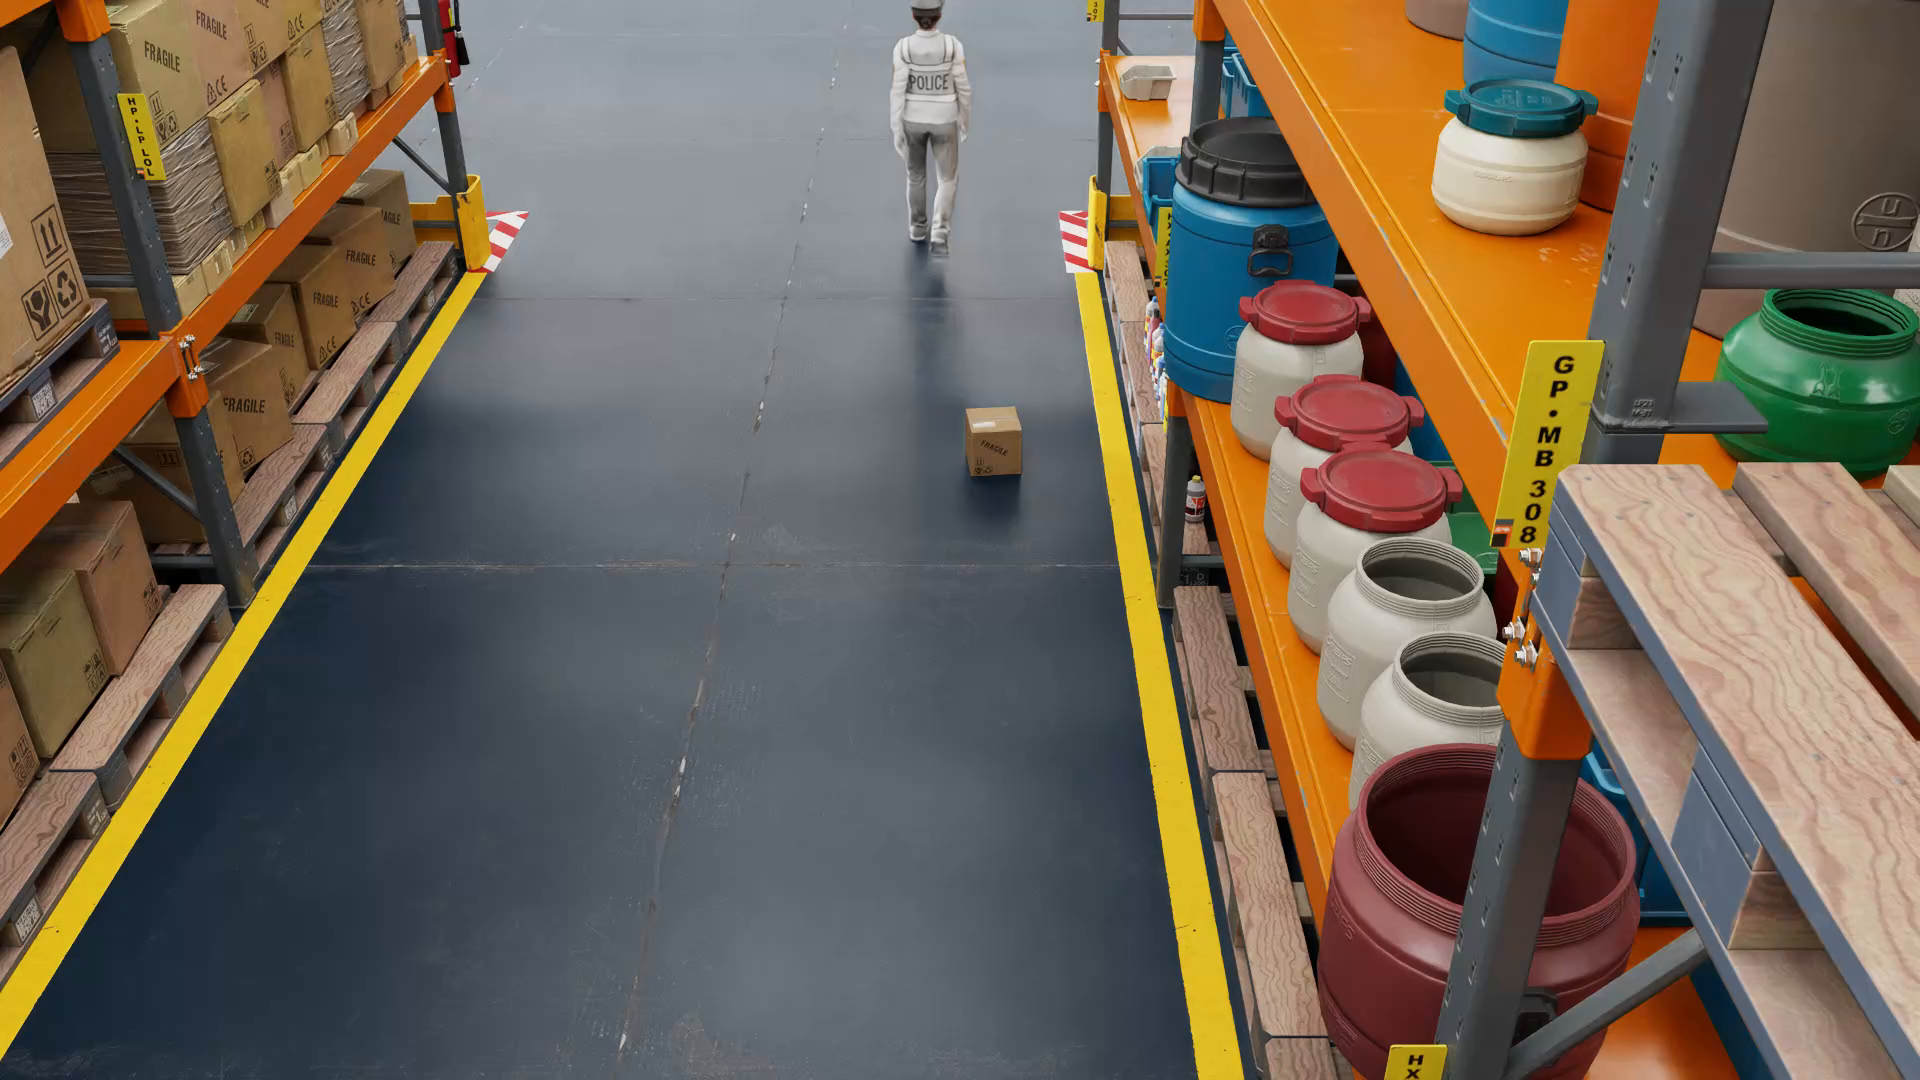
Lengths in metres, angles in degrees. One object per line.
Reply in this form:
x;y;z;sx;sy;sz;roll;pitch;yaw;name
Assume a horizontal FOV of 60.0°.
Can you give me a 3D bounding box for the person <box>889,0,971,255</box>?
-0.180;-2.566;10.253;0.496;1.649;0.841;2;32;3;person
